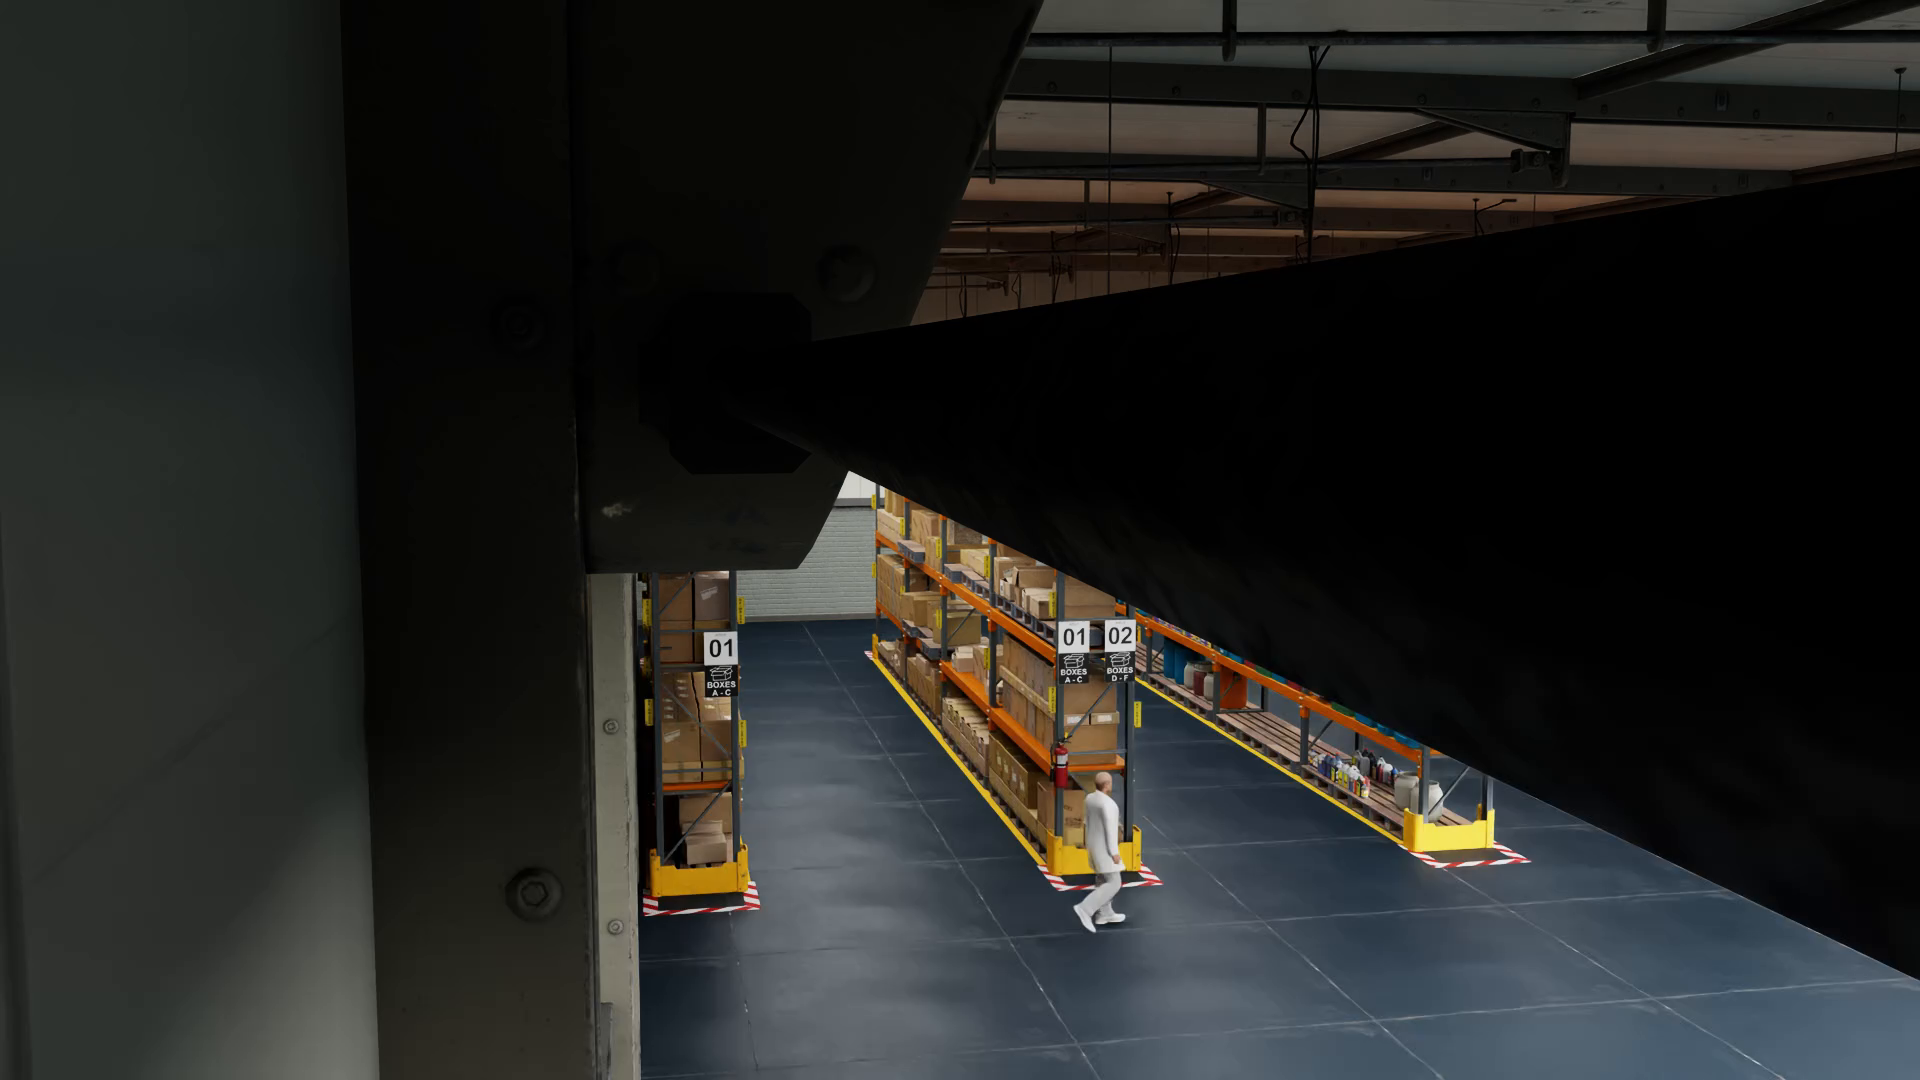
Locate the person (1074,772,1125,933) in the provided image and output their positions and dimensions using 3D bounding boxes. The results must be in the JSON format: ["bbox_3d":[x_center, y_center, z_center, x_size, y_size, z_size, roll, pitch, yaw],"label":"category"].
[{"bbox_3d":[1.580,3.508,18.842,0.720,1.774,0.607,-3,6,-23],"label":"person"}]
